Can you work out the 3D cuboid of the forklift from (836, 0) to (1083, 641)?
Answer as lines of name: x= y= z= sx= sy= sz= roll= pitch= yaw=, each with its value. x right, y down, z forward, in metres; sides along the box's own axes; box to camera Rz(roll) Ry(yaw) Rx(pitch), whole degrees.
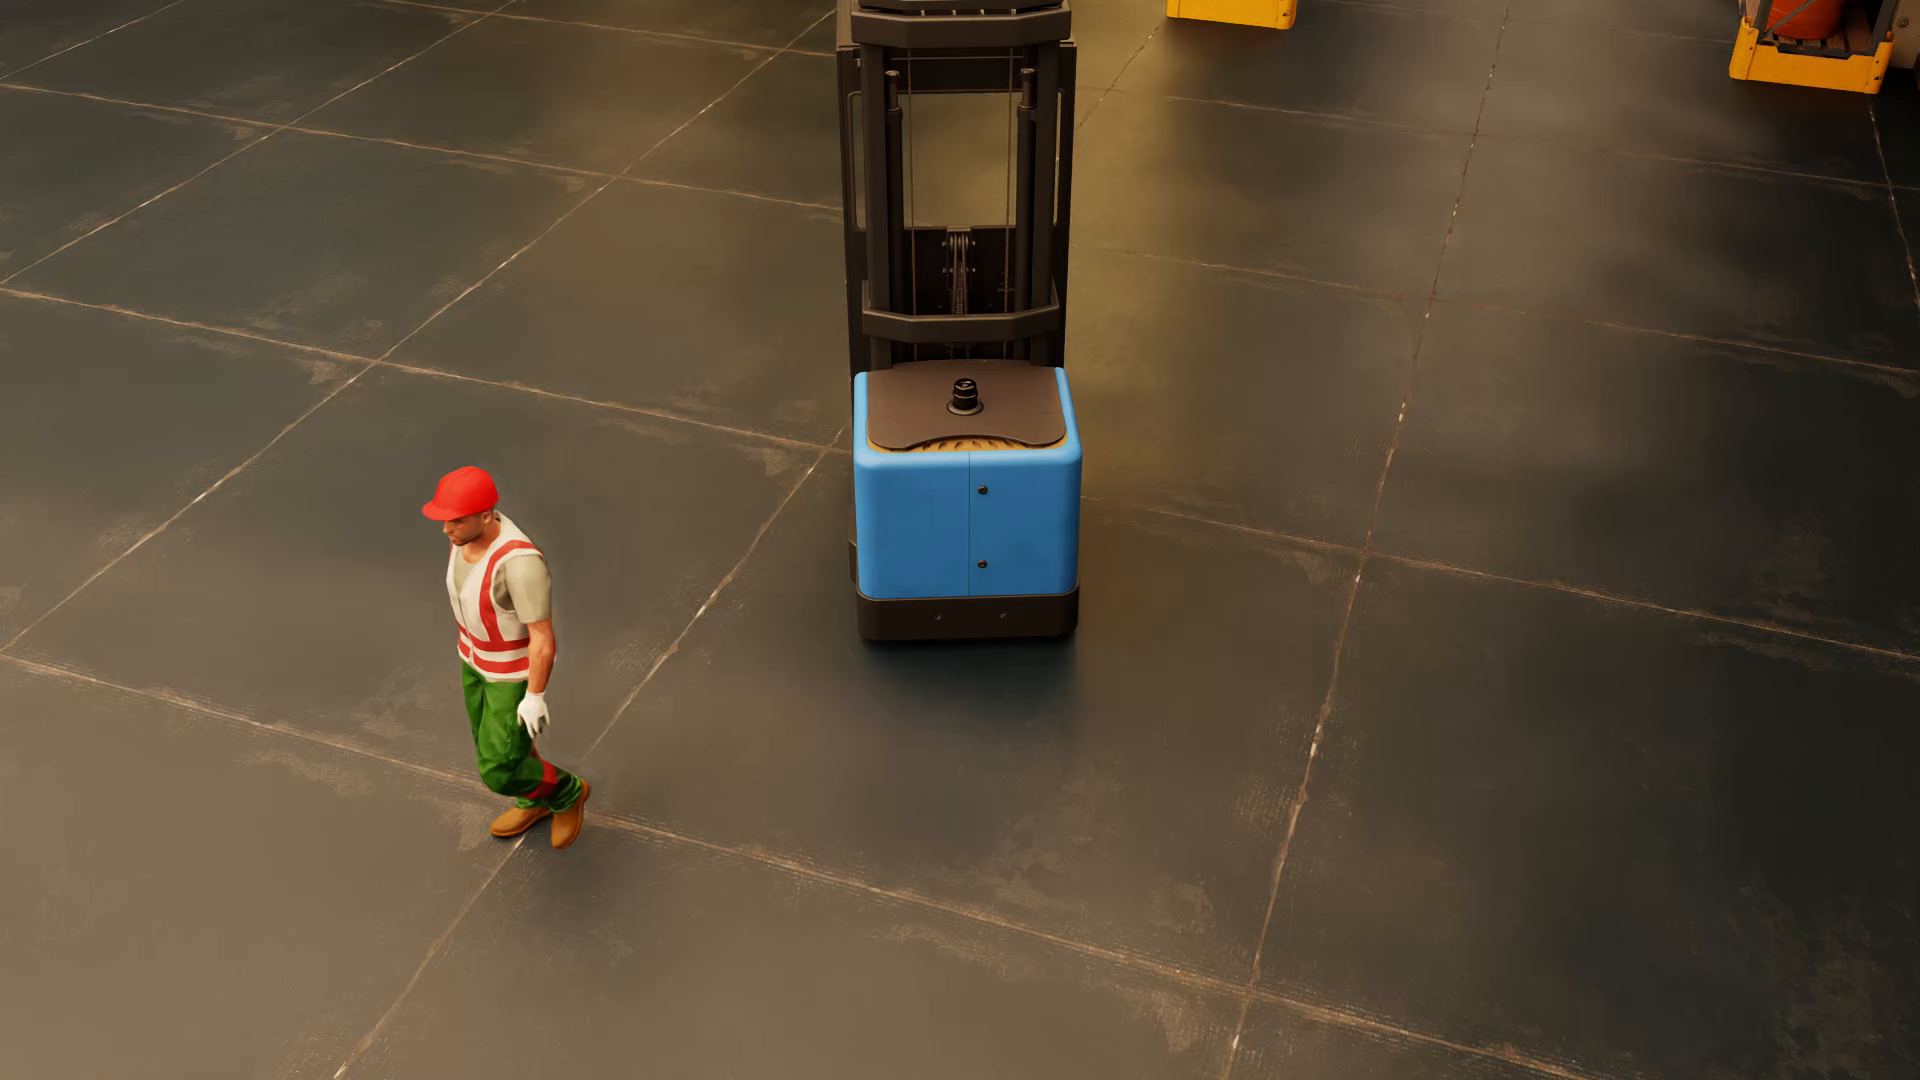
forklift: x=-0.029 y=-1.547 z=8.293 sx=1.130 sy=2.935 sz=3.031 roll=-2 pitch=35 yaw=-2

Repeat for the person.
person: x=-1.792 y=0.498 z=6.417 sx=0.713 sy=1.767 sz=0.460 roll=30 pitch=45 yaw=35
